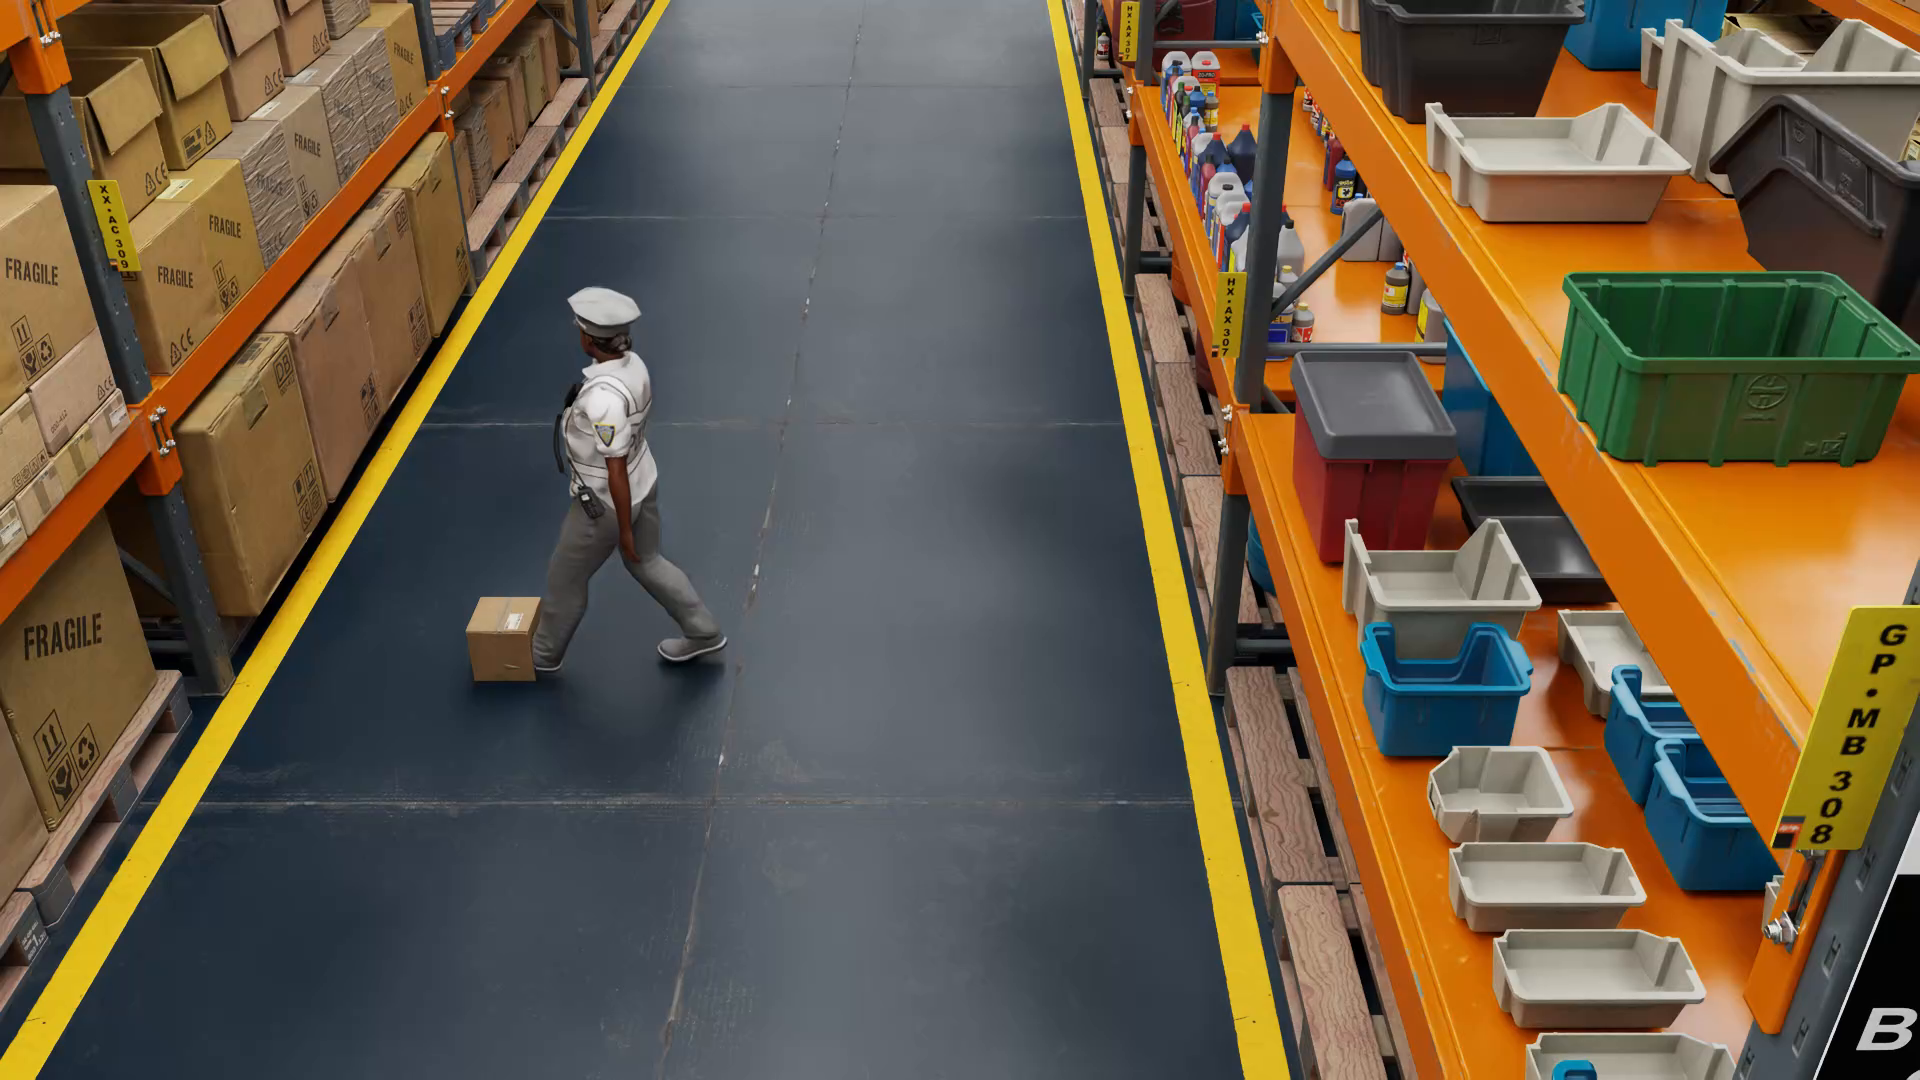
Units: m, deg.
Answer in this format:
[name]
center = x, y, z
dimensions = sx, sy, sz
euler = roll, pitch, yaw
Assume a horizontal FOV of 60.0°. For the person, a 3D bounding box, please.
[person]
center = -1.437, -0.196, 6.456
dimensions = 0.935, 1.622, 0.474
euler = 4, 32, 7
